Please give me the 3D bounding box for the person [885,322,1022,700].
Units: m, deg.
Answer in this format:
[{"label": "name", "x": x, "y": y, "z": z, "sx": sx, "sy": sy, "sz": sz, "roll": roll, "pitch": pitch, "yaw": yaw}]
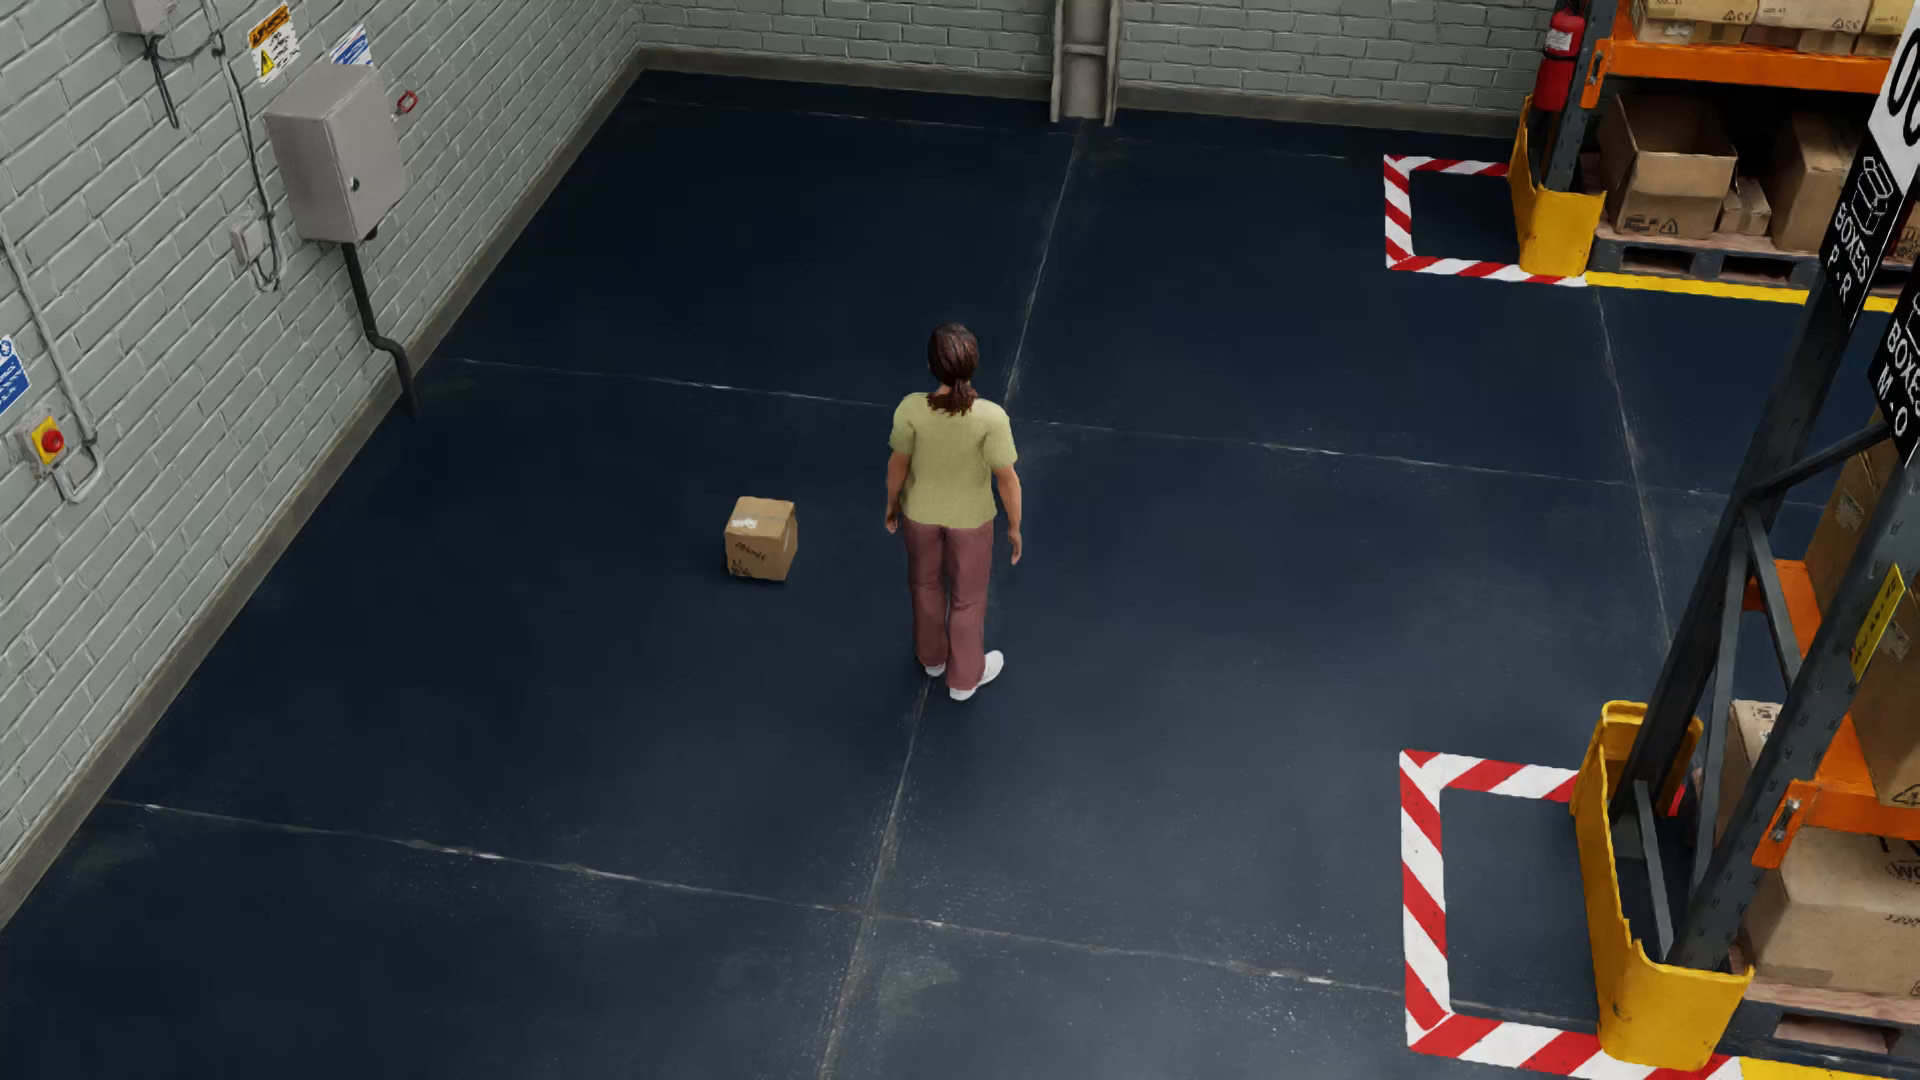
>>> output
[{"label": "person", "x": -0.011, "y": -0.118, "z": 6.265, "sx": 0.537, "sy": 1.676, "sz": 0.423, "roll": 7, "pitch": 41, "yaw": 8}]
